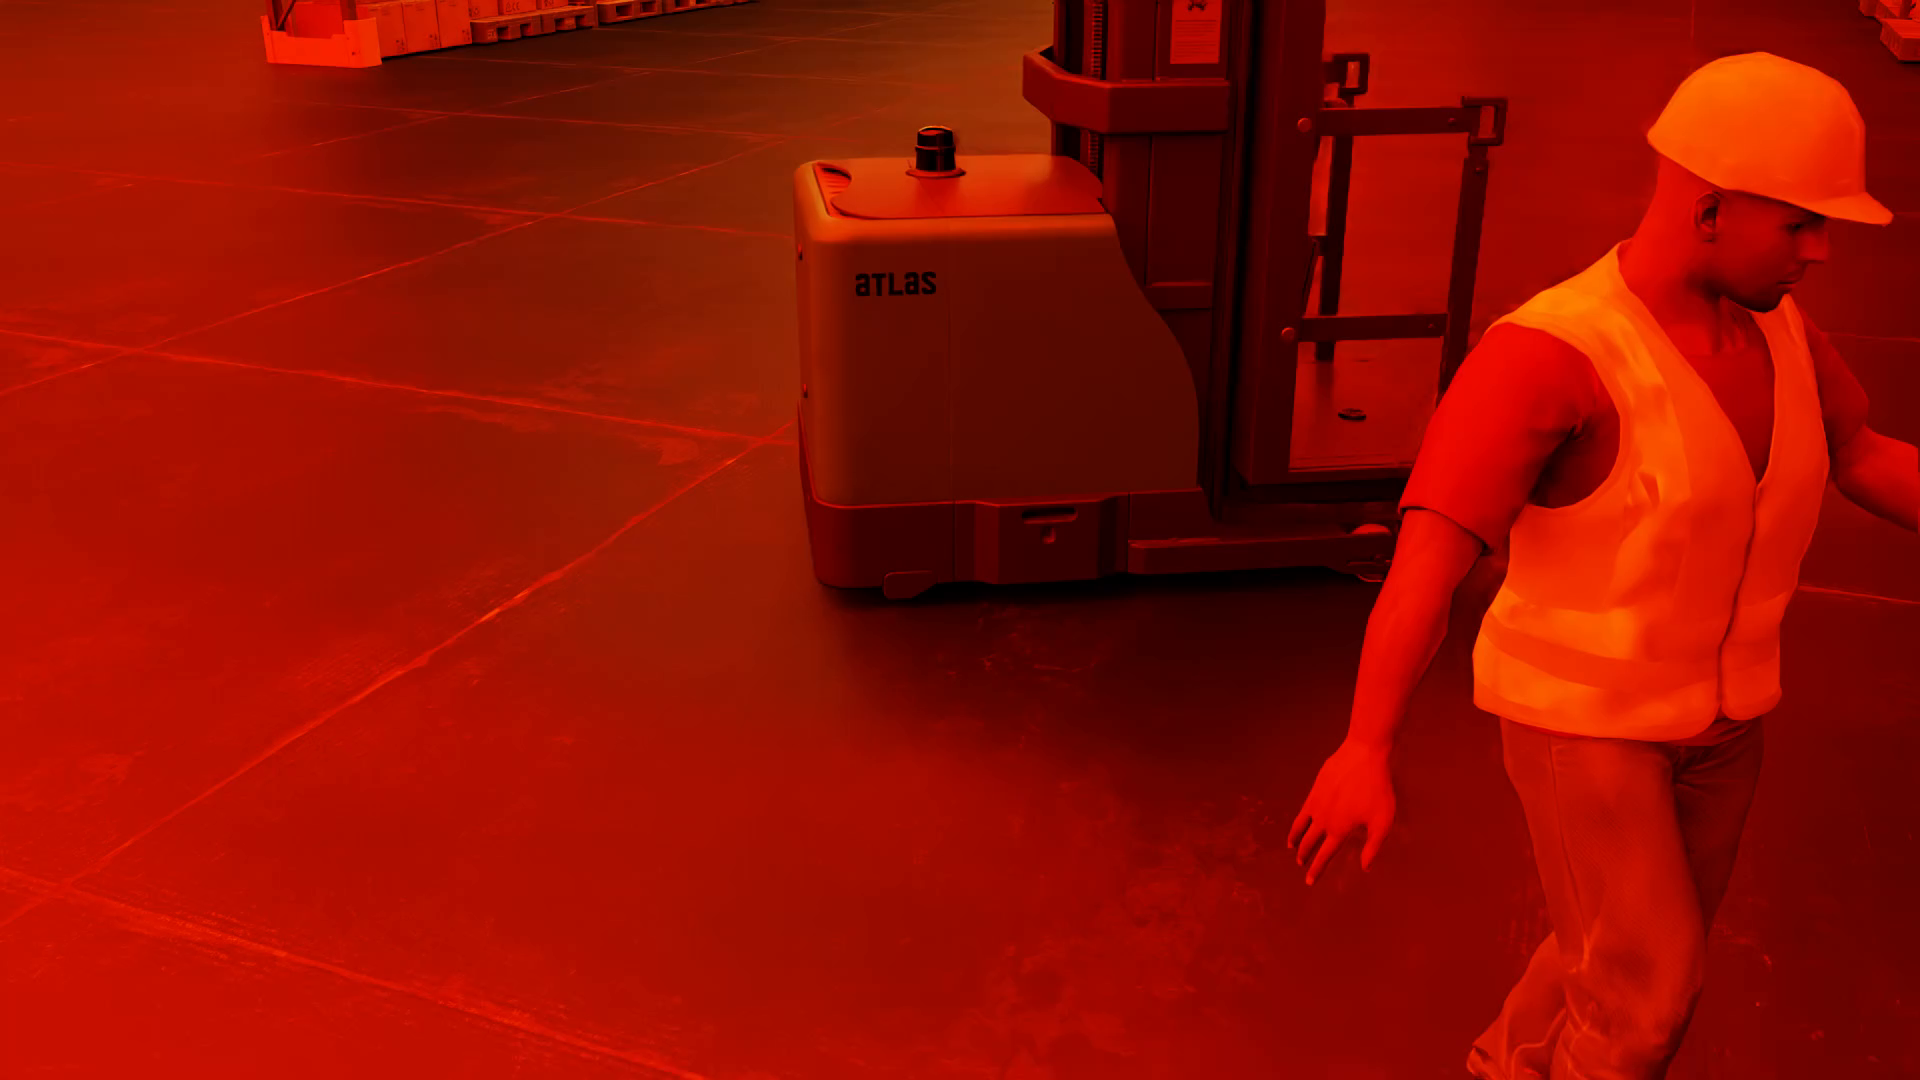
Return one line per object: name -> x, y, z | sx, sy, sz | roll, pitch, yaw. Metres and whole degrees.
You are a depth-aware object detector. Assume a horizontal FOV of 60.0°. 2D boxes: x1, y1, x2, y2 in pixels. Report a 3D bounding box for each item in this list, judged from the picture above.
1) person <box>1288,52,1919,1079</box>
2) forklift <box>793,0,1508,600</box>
person -> 0.951, 0.285, 2.210 | 1.048, 1.780, 0.658 | -11, 25, -25
forklift -> 1.037, -1.429, 4.710 | 3.031, 2.935, 1.130 | -3, 23, -7
